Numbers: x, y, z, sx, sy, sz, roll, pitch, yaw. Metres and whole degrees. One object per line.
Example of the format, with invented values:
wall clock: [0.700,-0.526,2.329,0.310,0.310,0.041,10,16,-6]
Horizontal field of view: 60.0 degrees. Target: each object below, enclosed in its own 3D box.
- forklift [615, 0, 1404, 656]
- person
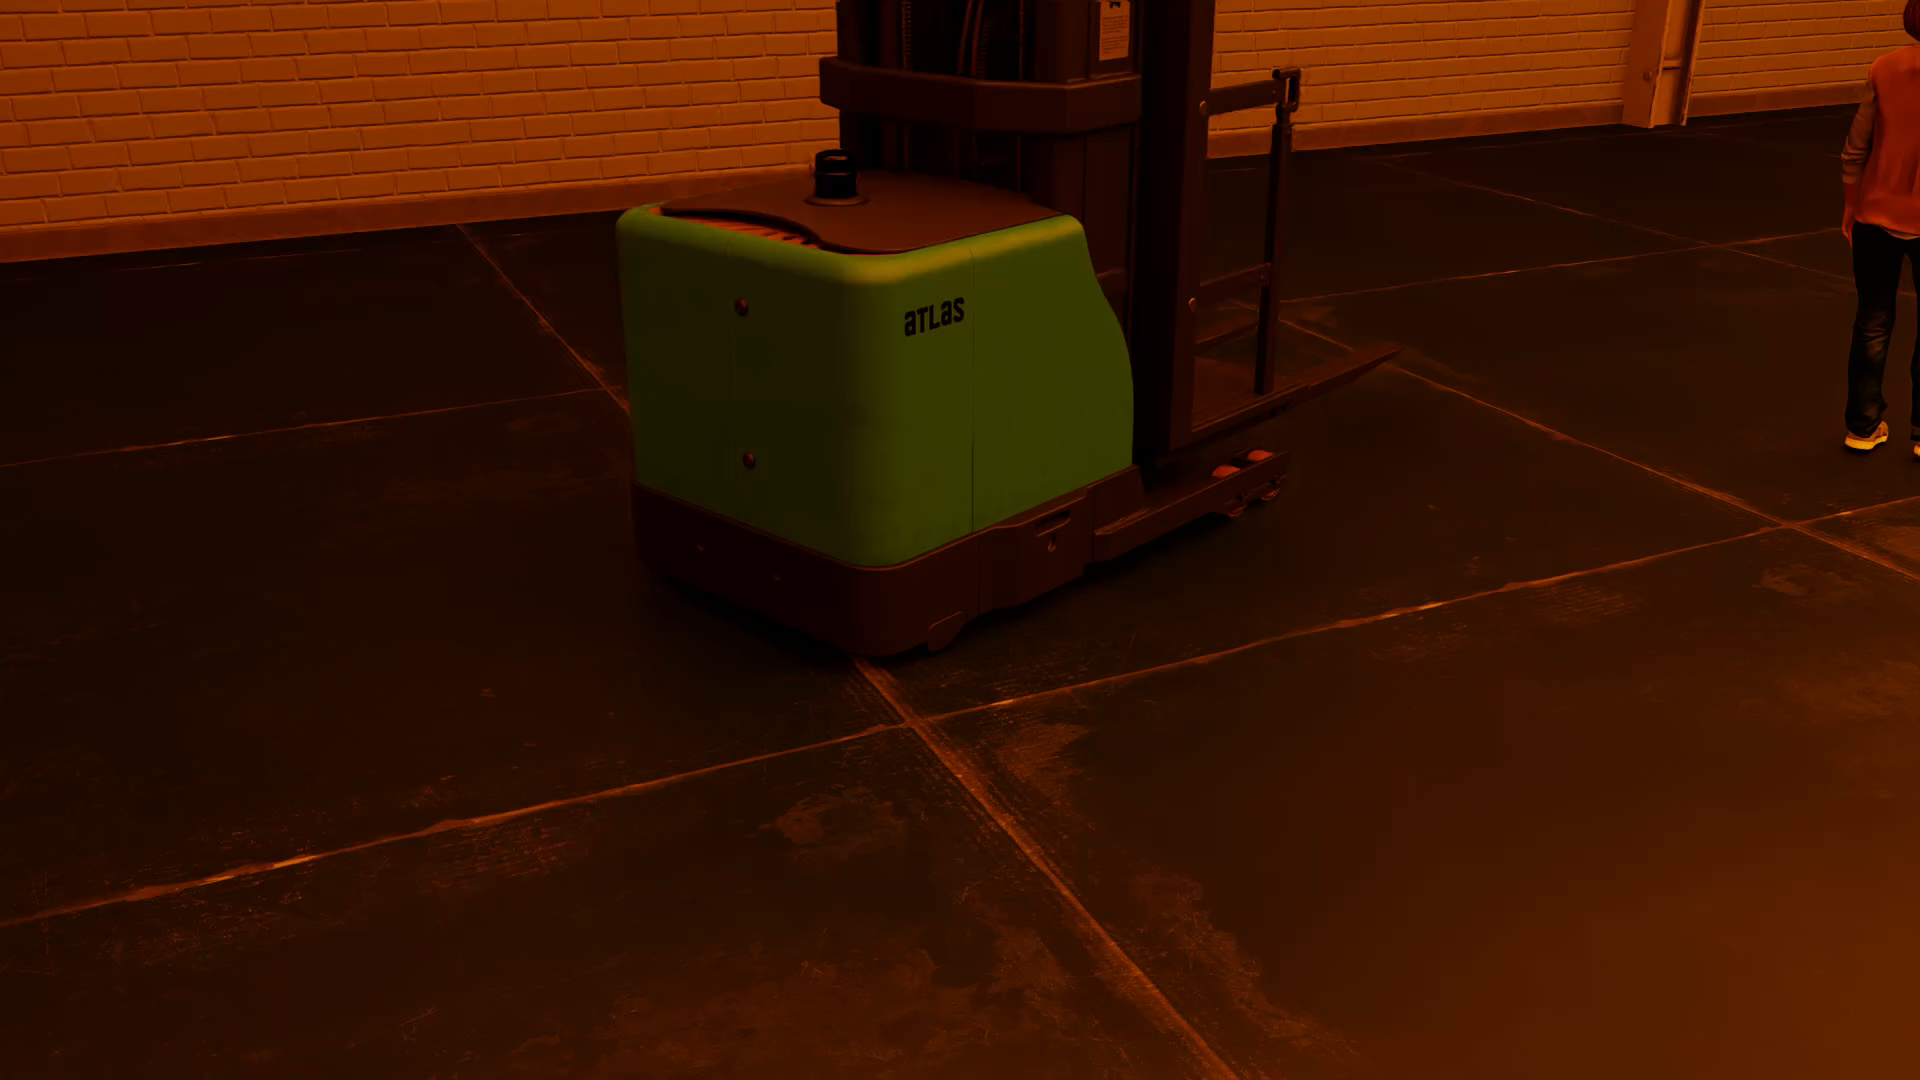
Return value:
forklift: [0.422,-1.541,4.995,1.130,2.935,3.031,19,29,38]
person: [3.236,-1.061,5.589,0.474,1.576,0.519,-16,27,-33]
